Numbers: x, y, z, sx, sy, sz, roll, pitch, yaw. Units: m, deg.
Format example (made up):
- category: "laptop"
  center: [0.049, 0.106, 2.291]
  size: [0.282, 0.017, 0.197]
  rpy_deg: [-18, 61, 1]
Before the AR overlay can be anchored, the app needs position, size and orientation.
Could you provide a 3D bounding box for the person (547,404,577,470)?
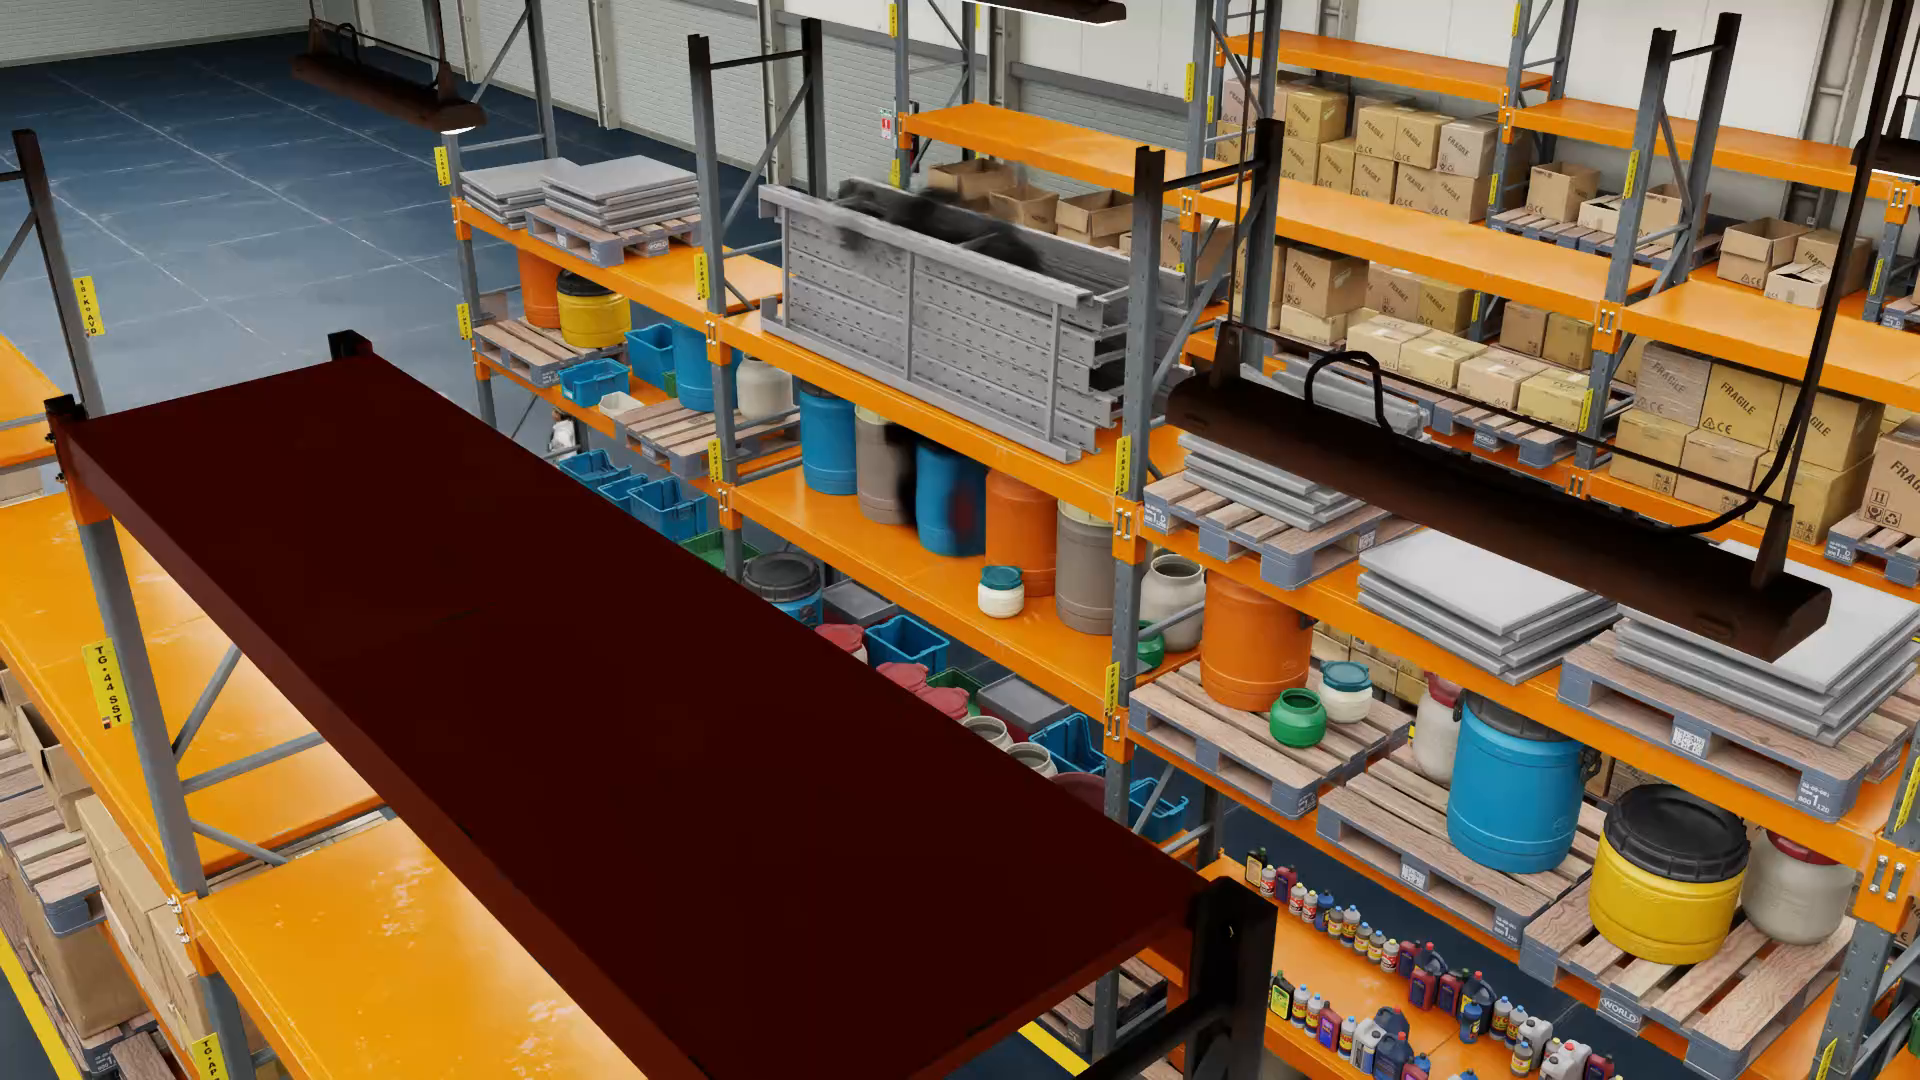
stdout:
- category: "person"
  center: [-3.965, -0.721, 17.191]
  size: [0.638, 1.655, 0.645]
  rpy_deg: [3, 27, 7]
